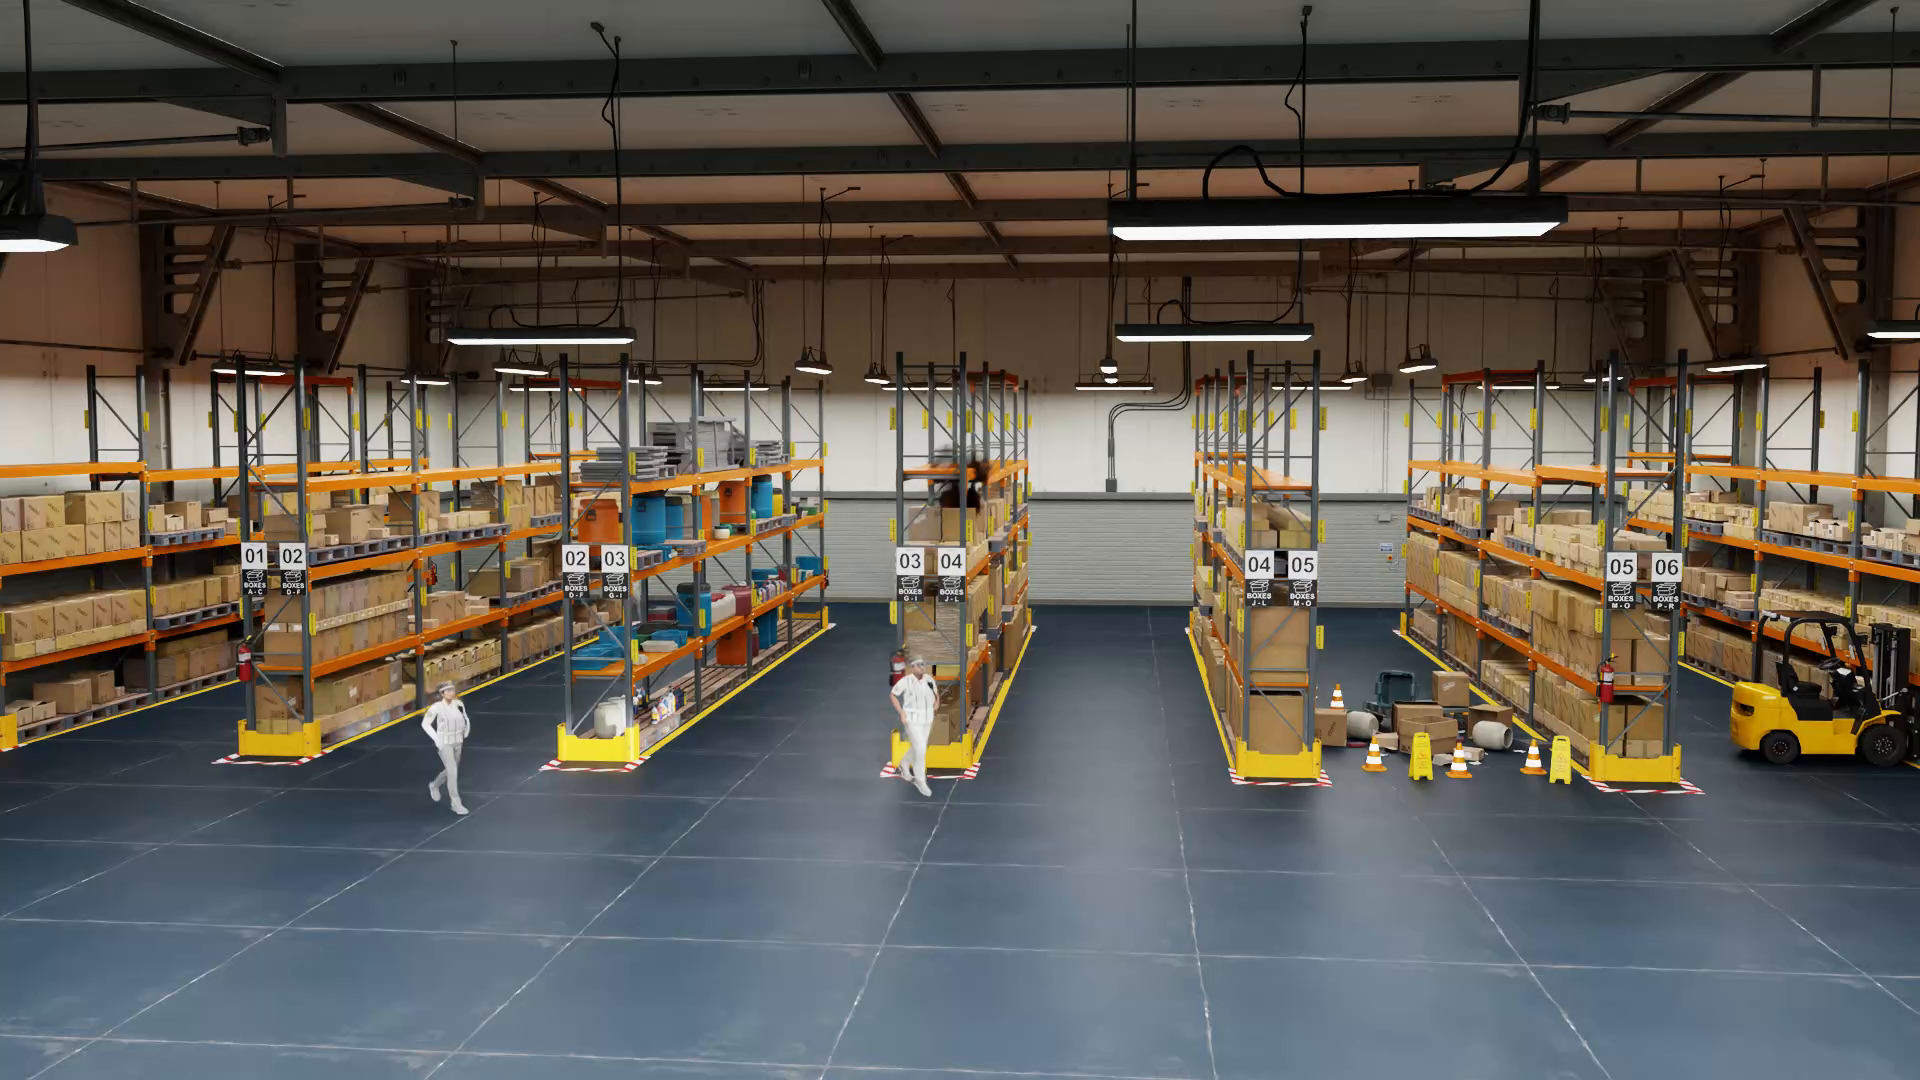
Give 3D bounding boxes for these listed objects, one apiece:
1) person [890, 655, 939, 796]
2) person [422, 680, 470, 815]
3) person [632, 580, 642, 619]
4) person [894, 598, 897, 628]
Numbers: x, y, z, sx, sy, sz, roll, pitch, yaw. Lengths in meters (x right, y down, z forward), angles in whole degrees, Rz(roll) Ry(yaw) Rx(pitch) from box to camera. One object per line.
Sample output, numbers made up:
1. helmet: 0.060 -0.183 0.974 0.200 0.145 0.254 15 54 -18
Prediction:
1. person: -0.587 2.438 22.282 0.651 1.848 0.821 -3 5 -39
2. person: -6.554 2.618 21.318 0.831 1.694 0.610 3 5 38
3. person: -8.206 1.198 41.811 0.907 1.682 0.626 1 4 16
4. person: -1.170 1.698 35.415 0.506 1.599 1.034 0 4 1
